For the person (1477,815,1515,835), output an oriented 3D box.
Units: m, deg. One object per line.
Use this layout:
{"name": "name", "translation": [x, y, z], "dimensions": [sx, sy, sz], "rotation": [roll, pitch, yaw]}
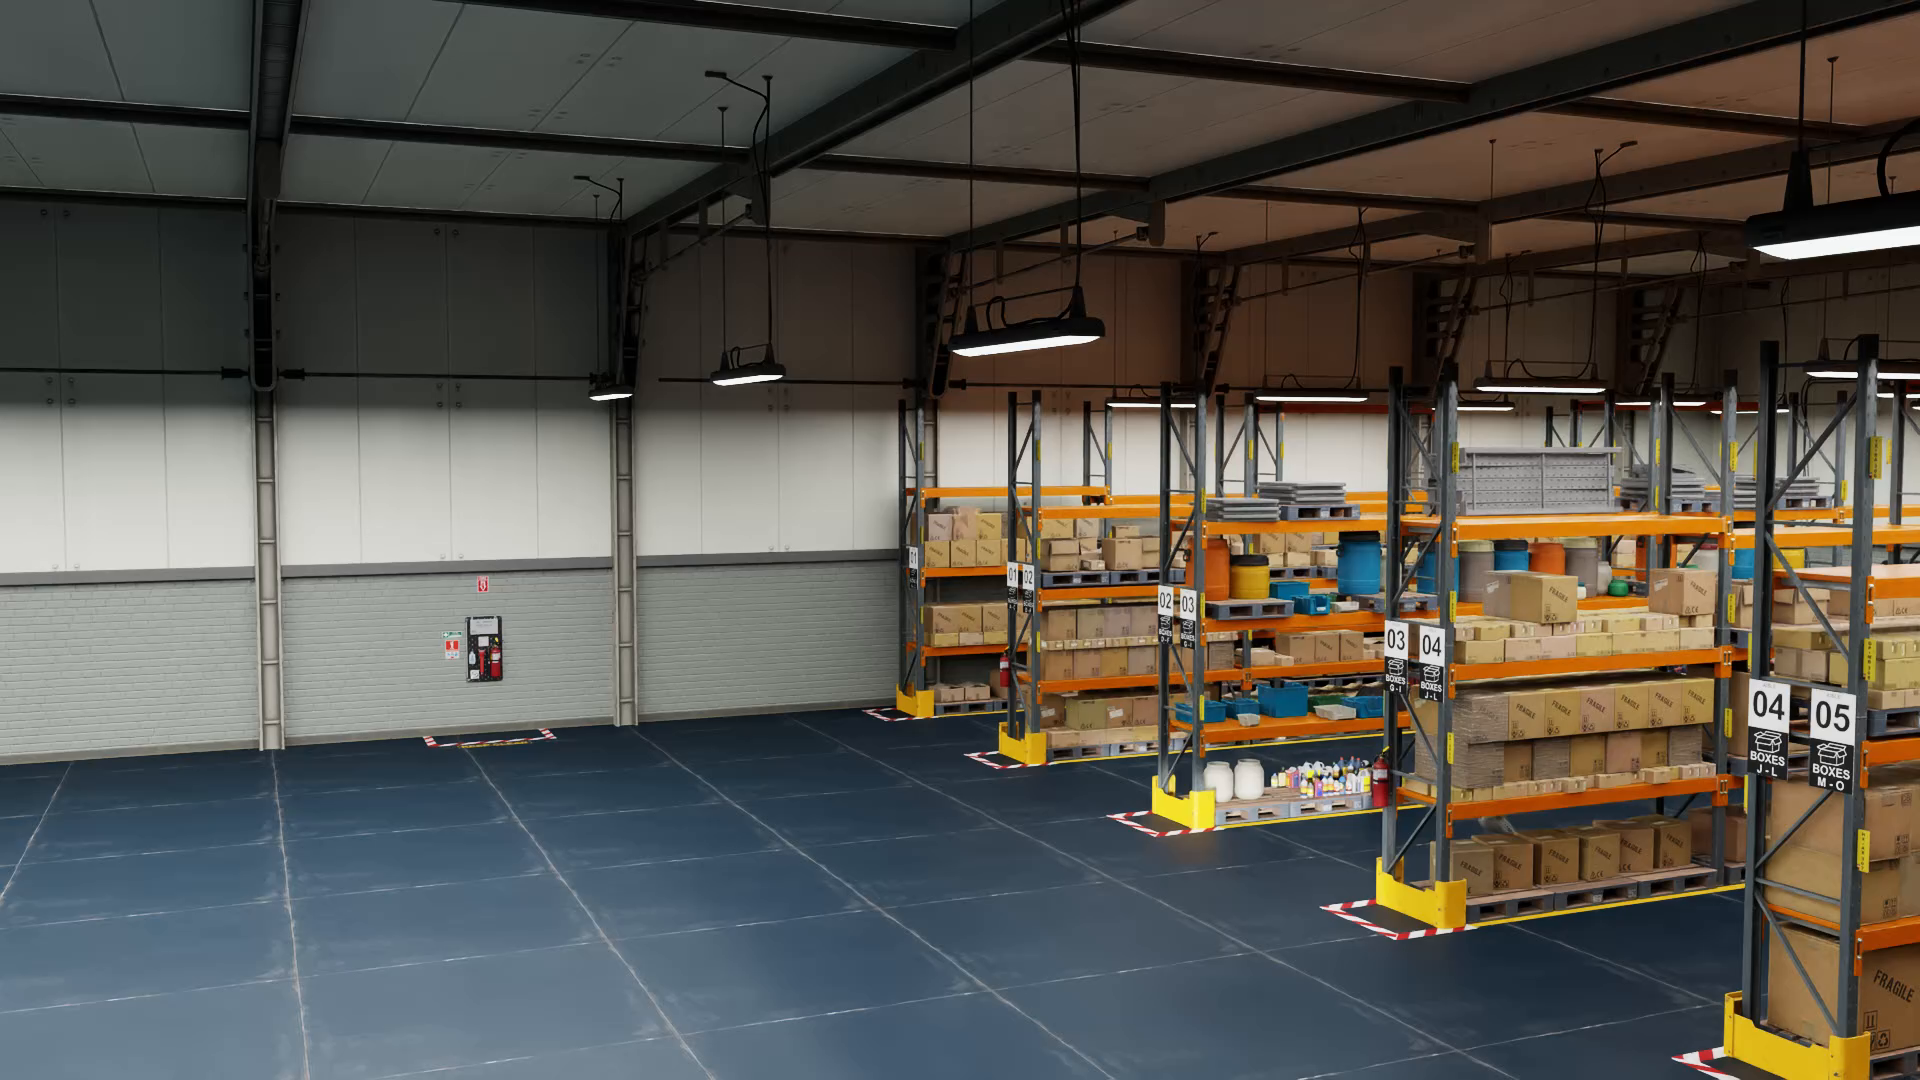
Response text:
{"name": "person", "translation": [6.733, 3.165, 20.715], "dimensions": [0.730, 1.571, 0.666], "rotation": [-1, 3, -13]}
